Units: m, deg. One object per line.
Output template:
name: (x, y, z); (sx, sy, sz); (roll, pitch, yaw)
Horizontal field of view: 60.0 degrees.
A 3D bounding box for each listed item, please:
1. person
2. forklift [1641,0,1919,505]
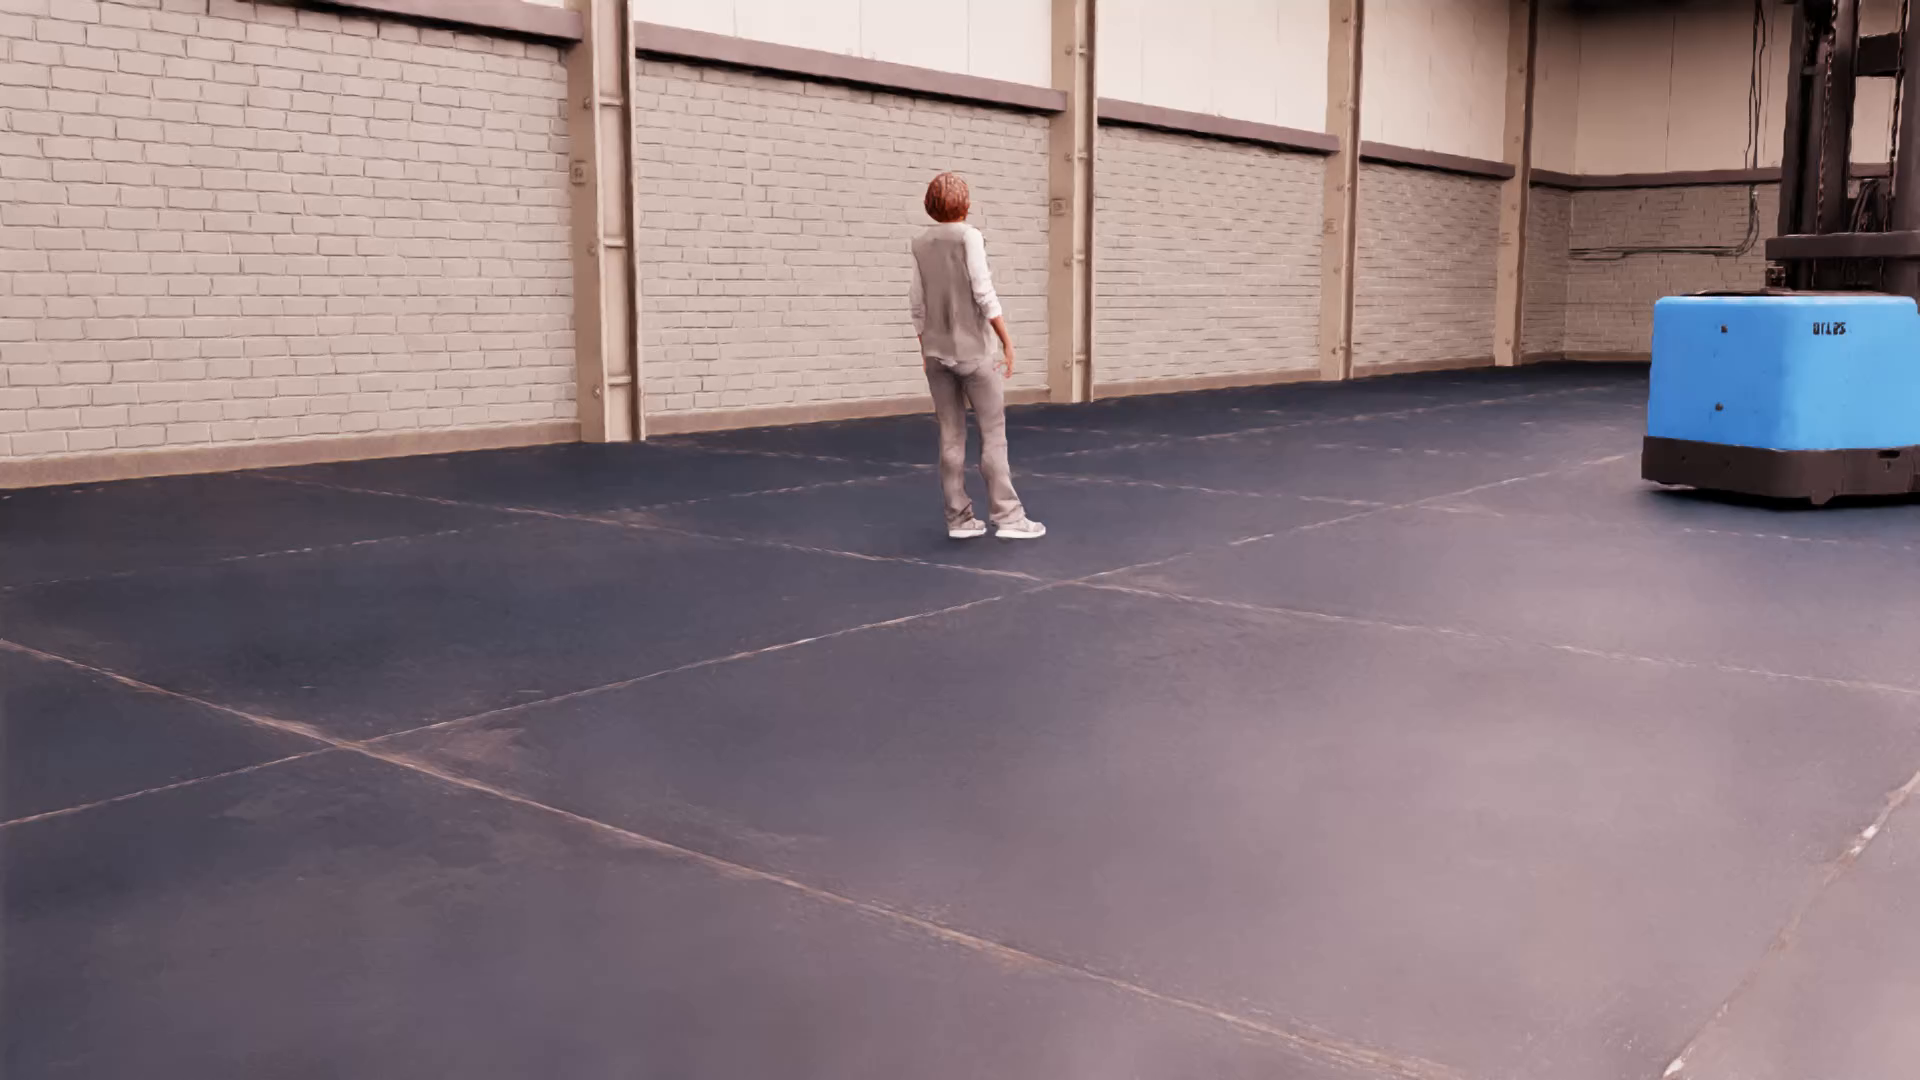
person: (0.057, -0.804, 7.337); (0.521, 1.597, 0.474); (7, 11, 38)
forklift: (5.363, -1.735, 9.139); (3.031, 2.935, 1.130); (-3, 9, -20)
